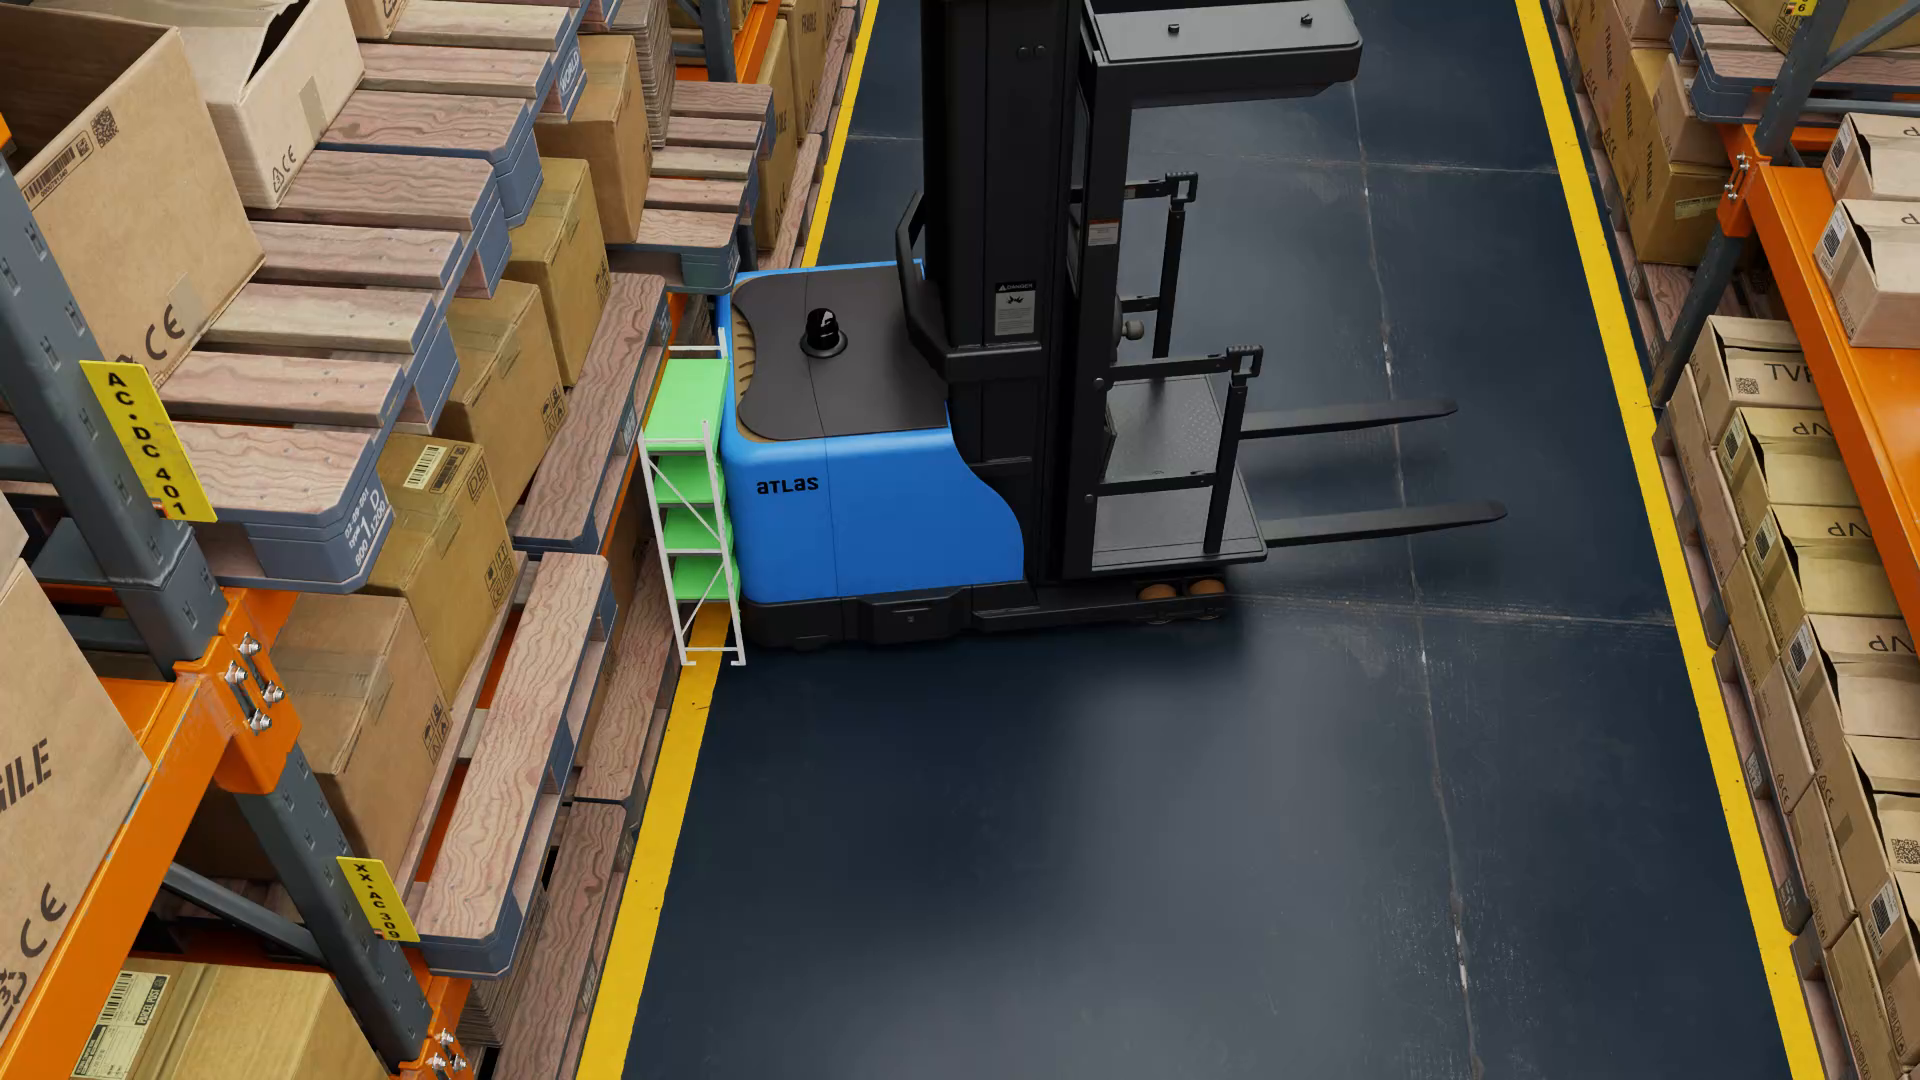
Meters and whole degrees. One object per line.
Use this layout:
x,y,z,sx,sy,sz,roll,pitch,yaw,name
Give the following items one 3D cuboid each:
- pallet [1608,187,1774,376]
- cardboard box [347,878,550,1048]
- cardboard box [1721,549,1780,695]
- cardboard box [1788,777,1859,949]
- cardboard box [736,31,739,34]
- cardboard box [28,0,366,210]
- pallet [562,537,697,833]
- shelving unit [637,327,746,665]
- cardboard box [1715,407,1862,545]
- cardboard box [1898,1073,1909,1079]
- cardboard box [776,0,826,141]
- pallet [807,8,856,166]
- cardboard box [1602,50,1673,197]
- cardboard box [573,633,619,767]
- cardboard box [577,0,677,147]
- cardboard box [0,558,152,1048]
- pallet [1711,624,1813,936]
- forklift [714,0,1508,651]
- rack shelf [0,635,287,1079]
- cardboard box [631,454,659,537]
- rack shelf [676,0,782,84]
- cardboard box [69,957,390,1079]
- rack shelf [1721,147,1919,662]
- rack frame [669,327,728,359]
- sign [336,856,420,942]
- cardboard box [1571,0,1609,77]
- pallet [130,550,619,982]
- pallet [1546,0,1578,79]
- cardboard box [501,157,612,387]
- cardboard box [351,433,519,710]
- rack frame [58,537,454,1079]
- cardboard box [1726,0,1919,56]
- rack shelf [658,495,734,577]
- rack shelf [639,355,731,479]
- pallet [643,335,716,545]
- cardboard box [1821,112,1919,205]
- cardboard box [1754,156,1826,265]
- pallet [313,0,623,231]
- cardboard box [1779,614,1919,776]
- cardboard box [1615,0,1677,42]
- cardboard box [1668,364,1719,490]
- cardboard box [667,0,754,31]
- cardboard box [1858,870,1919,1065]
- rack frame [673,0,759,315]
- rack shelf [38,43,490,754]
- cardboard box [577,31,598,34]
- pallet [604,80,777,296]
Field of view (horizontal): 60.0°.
3.649,-1.200,7.731,1.003,0.211,1.213,4,48,4,pallet
-1.704,1.167,5.072,0.700,0.500,0.500,5,48,5,cardboard box
3.117,0.308,6.040,0.500,0.250,0.500,3,48,2,cardboard box
3.022,1.059,5.354,0.500,0.250,0.500,5,48,4,cardboard box
-1.098,-2.259,6.966,0.380,0.149,0.250,4,48,4,cardboard box
-1.569,-0.959,3.364,0.500,0.311,0.500,5,48,5,cardboard box
-1.577,0.484,6.191,1.003,0.211,1.213,4,48,4,pallet
-0.930,-0.132,5.995,0.258,1.200,0.503,0,45,1,shelving unit
3.164,-0.247,6.167,0.500,0.311,0.500,3,48,3,cardboard box
2.928,1.806,4.670,0.500,0.250,0.500,3,48,3,cardboard box
-1.106,-2.517,8.217,0.750,0.750,0.750,4,48,3,cardboard box
-1.129,-2.453,8.876,1.003,0.211,1.213,4,48,4,pallet
3.442,-1.983,7.953,0.500,0.500,0.500,2,48,2,cardboard box
-1.620,0.412,5.763,0.700,0.500,0.500,4,48,4,cardboard box
-1.423,-1.762,5.989,0.700,0.500,0.500,-1,48,-1,cardboard box
-1.555,0.350,2.309,0.500,0.500,0.500,5,48,5,cardboard box
3.316,0.842,5.863,1.003,0.211,1.213,4,48,4,pallet
0.622,-1.046,5.746,3.031,2.935,1.130,-5,48,-5,forklift
-1.937,1.714,1.630,1.077,0.370,4.000,4,48,4,rack shelf
-1.567,-0.327,6.438,0.700,0.500,0.500,4,48,3,cardboard box
-1.208,-3.153,8.114,1.077,0.370,4.000,4,48,4,rack shelf
-1.490,1.173,3.251,0.500,0.500,0.500,4,48,3,cardboard box
3.361,0.117,5.124,1.077,0.370,4.000,4,48,4,rack shelf
-0.928,-0.304,6.168,0.240,1.200,0.015,0,45,1,rack frame
-1.214,0.752,3.468,0.100,0.325,0.005,4,48,4,sign
3.531,-2.741,8.646,0.500,0.500,0.500,4,48,4,cardboard box
-1.540,0.527,4.392,1.003,0.211,1.213,4,48,4,pallet
3.871,-2.993,9.371,1.003,0.211,1.213,4,48,4,pallet
-1.514,-0.845,5.150,0.700,0.500,0.500,4,48,4,cardboard box
-1.616,0.050,4.332,0.700,0.500,0.500,8,48,8,cardboard box
-1.755,1.014,3.816,1.000,3.000,0.127,4,48,4,rack frame
3.488,-2.241,6.441,0.700,0.500,0.500,-11,48,-10,cardboard box
-0.929,-0.087,6.040,0.258,0.148,0.480,0,45,1,rack shelf
-0.935,-0.426,5.701,0.258,0.148,0.480,0,45,1,rack shelf
-1.463,-0.410,7.008,1.003,0.211,1.213,4,48,4,pallet
3.467,-1.301,5.993,0.500,0.311,0.500,7,48,6,cardboard box
3.912,-1.600,7.603,0.500,0.500,0.500,2,48,2,cardboard box
-1.501,-1.144,3.884,1.213,0.211,1.003,4,48,4,pallet
3.069,0.506,5.479,0.500,0.311,0.500,3,48,3,cardboard box
3.485,-2.650,8.055,0.500,0.250,0.500,3,48,3,cardboard box
3.203,-0.444,6.728,0.500,0.250,0.500,4,48,3,cardboard box
-1.091,-2.406,6.661,0.500,0.500,0.500,5,48,5,cardboard box
2.971,1.241,4.806,0.500,0.311,0.500,5,48,5,cardboard box
-1.390,-1.926,6.504,1.000,3.000,0.127,4,48,4,rack frame
-1.572,-1.226,4.319,1.077,0.370,4.000,4,48,4,rack shelf
-1.406,-1.834,5.615,0.380,0.149,0.250,-3,48,-3,cardboard box
-1.349,-1.330,6.090,1.213,0.211,1.003,4,48,4,pallet
